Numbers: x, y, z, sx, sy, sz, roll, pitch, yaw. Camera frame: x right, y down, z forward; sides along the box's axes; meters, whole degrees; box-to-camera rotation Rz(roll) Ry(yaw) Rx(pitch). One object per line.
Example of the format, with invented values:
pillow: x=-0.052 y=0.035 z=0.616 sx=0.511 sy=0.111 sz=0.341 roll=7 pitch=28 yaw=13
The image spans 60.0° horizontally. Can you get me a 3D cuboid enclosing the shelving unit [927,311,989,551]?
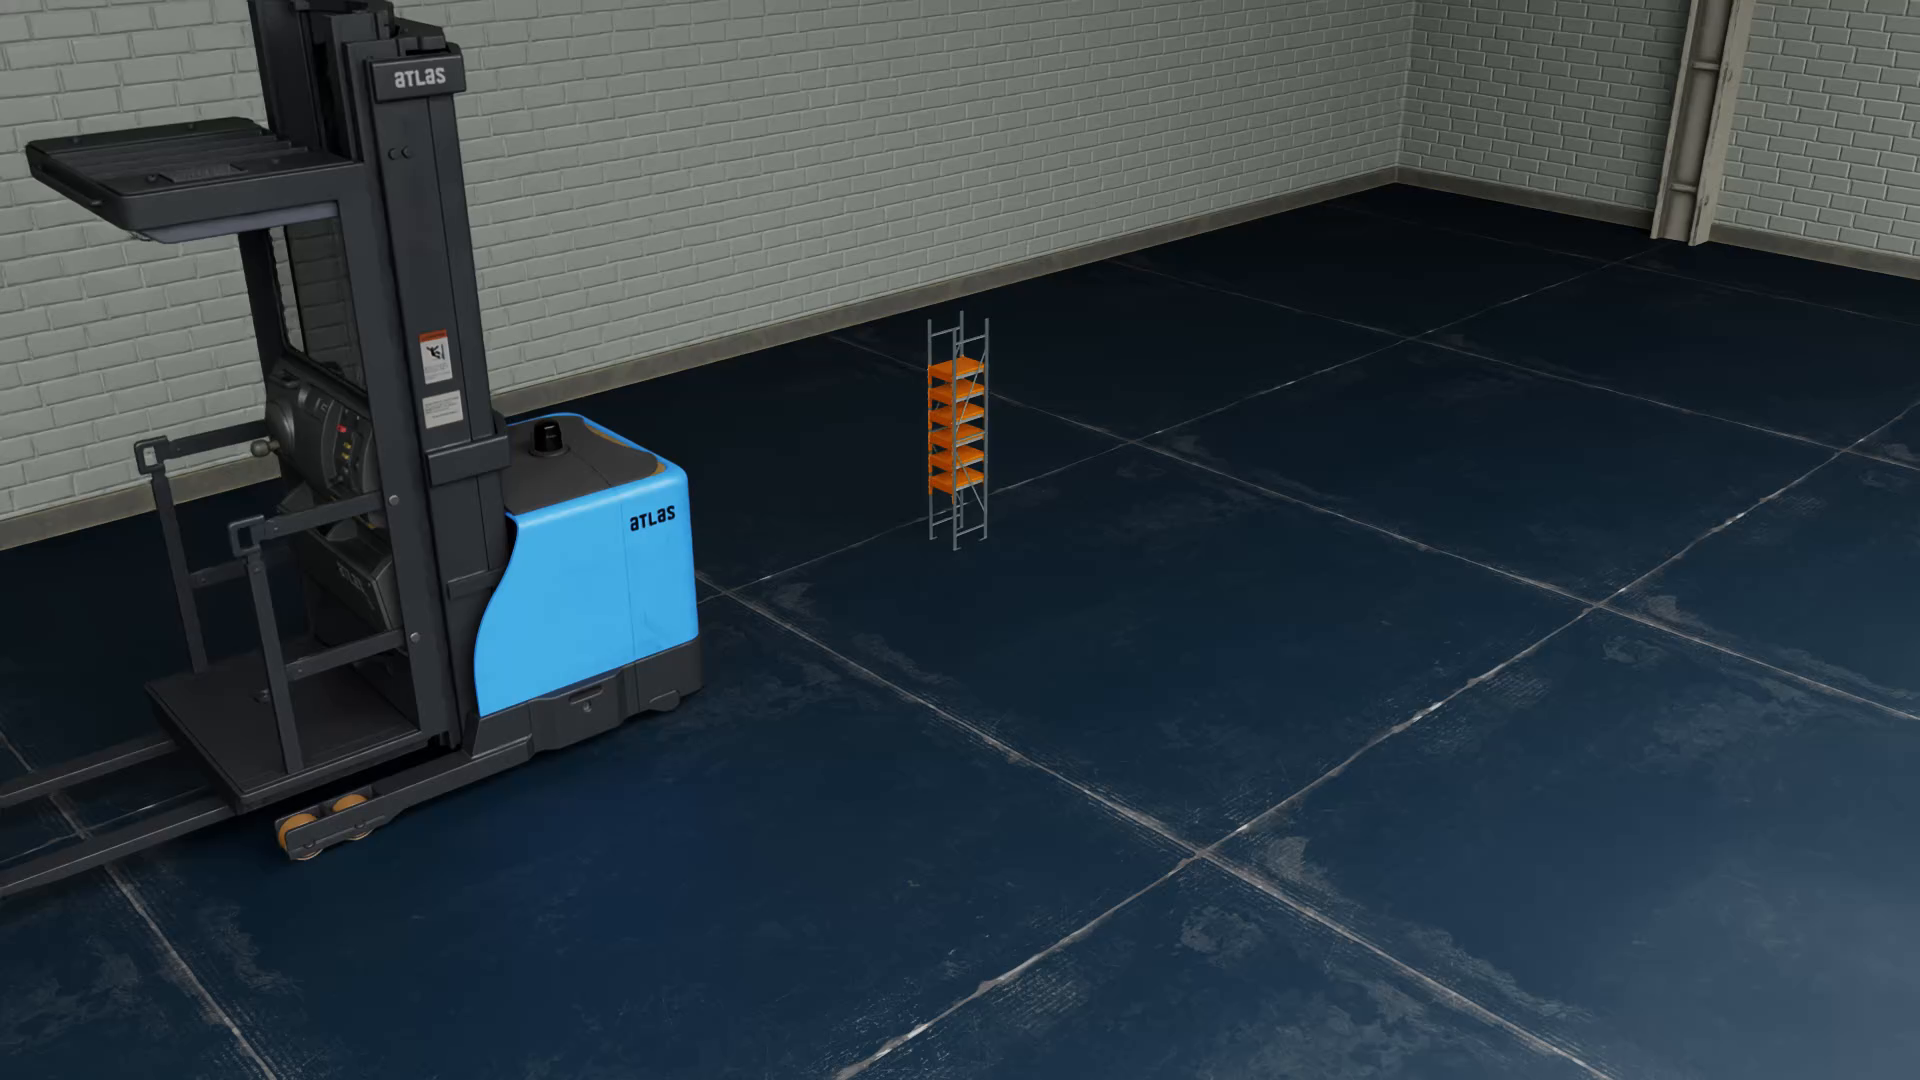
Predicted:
shelving unit: x=-0.010 y=-0.550 z=8.511 sx=0.258 sy=1.200 sz=0.189 roll=-21 pitch=32 yaw=-38

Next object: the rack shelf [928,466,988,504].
rack shelf: x=-0.010 y=-0.291 z=8.629 sx=0.258 sy=0.103 sz=0.180 roll=-21 pitch=32 yaw=-38

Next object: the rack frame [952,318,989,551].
rack frame: x=0.053 y=-0.523 z=8.450 sx=0.240 sy=1.200 sz=0.006 roll=-21 pitch=32 yaw=-38

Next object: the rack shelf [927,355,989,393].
rack shelf: x=-0.010 y=-0.837 z=8.380 sx=0.258 sy=0.103 sz=0.180 roll=-21 pitch=32 yaw=-38

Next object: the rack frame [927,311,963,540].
rack frame: x=-0.072 y=-0.578 z=8.571 sx=0.240 sy=1.200 sz=0.006 roll=-21 pitch=32 yaw=-38

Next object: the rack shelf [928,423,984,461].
rack shelf: x=-0.010 y=-0.510 z=8.529 sx=0.258 sy=0.103 sz=0.180 roll=-21 pitch=32 yaw=-38

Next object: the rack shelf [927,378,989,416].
rack shelf: x=-0.010 y=-0.728 z=8.429 sx=0.258 sy=0.103 sz=0.180 roll=-21 pitch=32 yaw=-38

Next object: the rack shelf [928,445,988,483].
rack shelf: x=-0.010 y=-0.401 z=8.579 sx=0.258 sy=0.103 sz=0.180 roll=-21 pitch=32 yaw=-38

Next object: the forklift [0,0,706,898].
forklift: x=-2.546 y=-0.395 z=6.084 sx=3.031 sy=2.935 sz=1.130 roll=-20 pitch=31 yaw=-37

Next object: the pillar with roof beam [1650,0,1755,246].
pillar with roof beam: x=3.137 y=-5.501 z=9.967 sx=9.100 sy=9.000 sz=0.400 roll=-21 pitch=32 yaw=-38

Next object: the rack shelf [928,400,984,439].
rack shelf: x=-0.010 y=-0.619 z=8.479 sx=0.258 sy=0.103 sz=0.180 roll=-21 pitch=32 yaw=-38
